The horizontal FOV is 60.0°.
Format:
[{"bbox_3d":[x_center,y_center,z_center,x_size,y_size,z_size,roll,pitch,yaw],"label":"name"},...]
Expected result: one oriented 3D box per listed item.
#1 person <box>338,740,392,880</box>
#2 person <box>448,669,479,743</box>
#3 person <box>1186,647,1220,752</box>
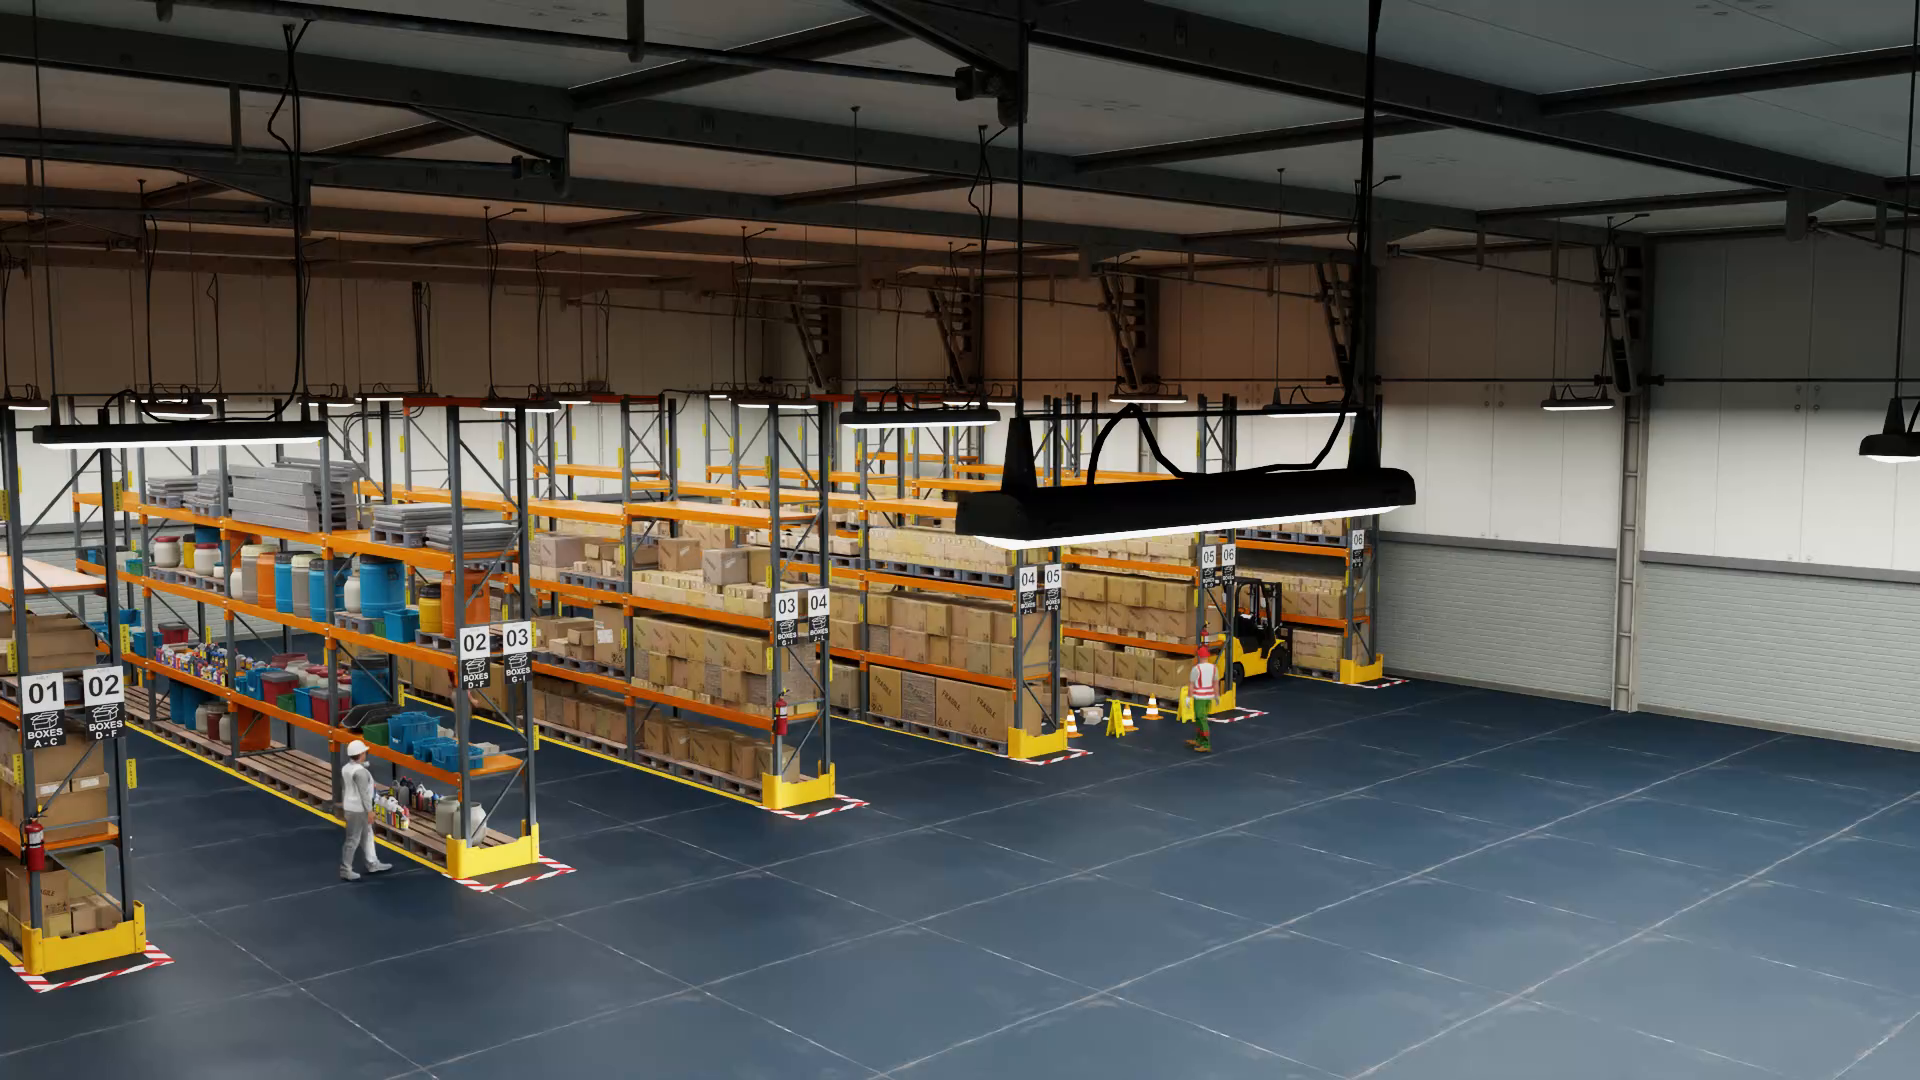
[{"bbox_3d":[-7.581,3.411,21.121,0.647,1.763,0.543,-2,6,-19],"label":"person"},{"bbox_3d":[-8.478,2.749,28.457,0.555,1.774,0.635,0,6,-5],"label":"person"},{"bbox_3d":[4.083,2.692,28.447,0.566,1.780,0.666,-4,7,-37],"label":"person"}]
